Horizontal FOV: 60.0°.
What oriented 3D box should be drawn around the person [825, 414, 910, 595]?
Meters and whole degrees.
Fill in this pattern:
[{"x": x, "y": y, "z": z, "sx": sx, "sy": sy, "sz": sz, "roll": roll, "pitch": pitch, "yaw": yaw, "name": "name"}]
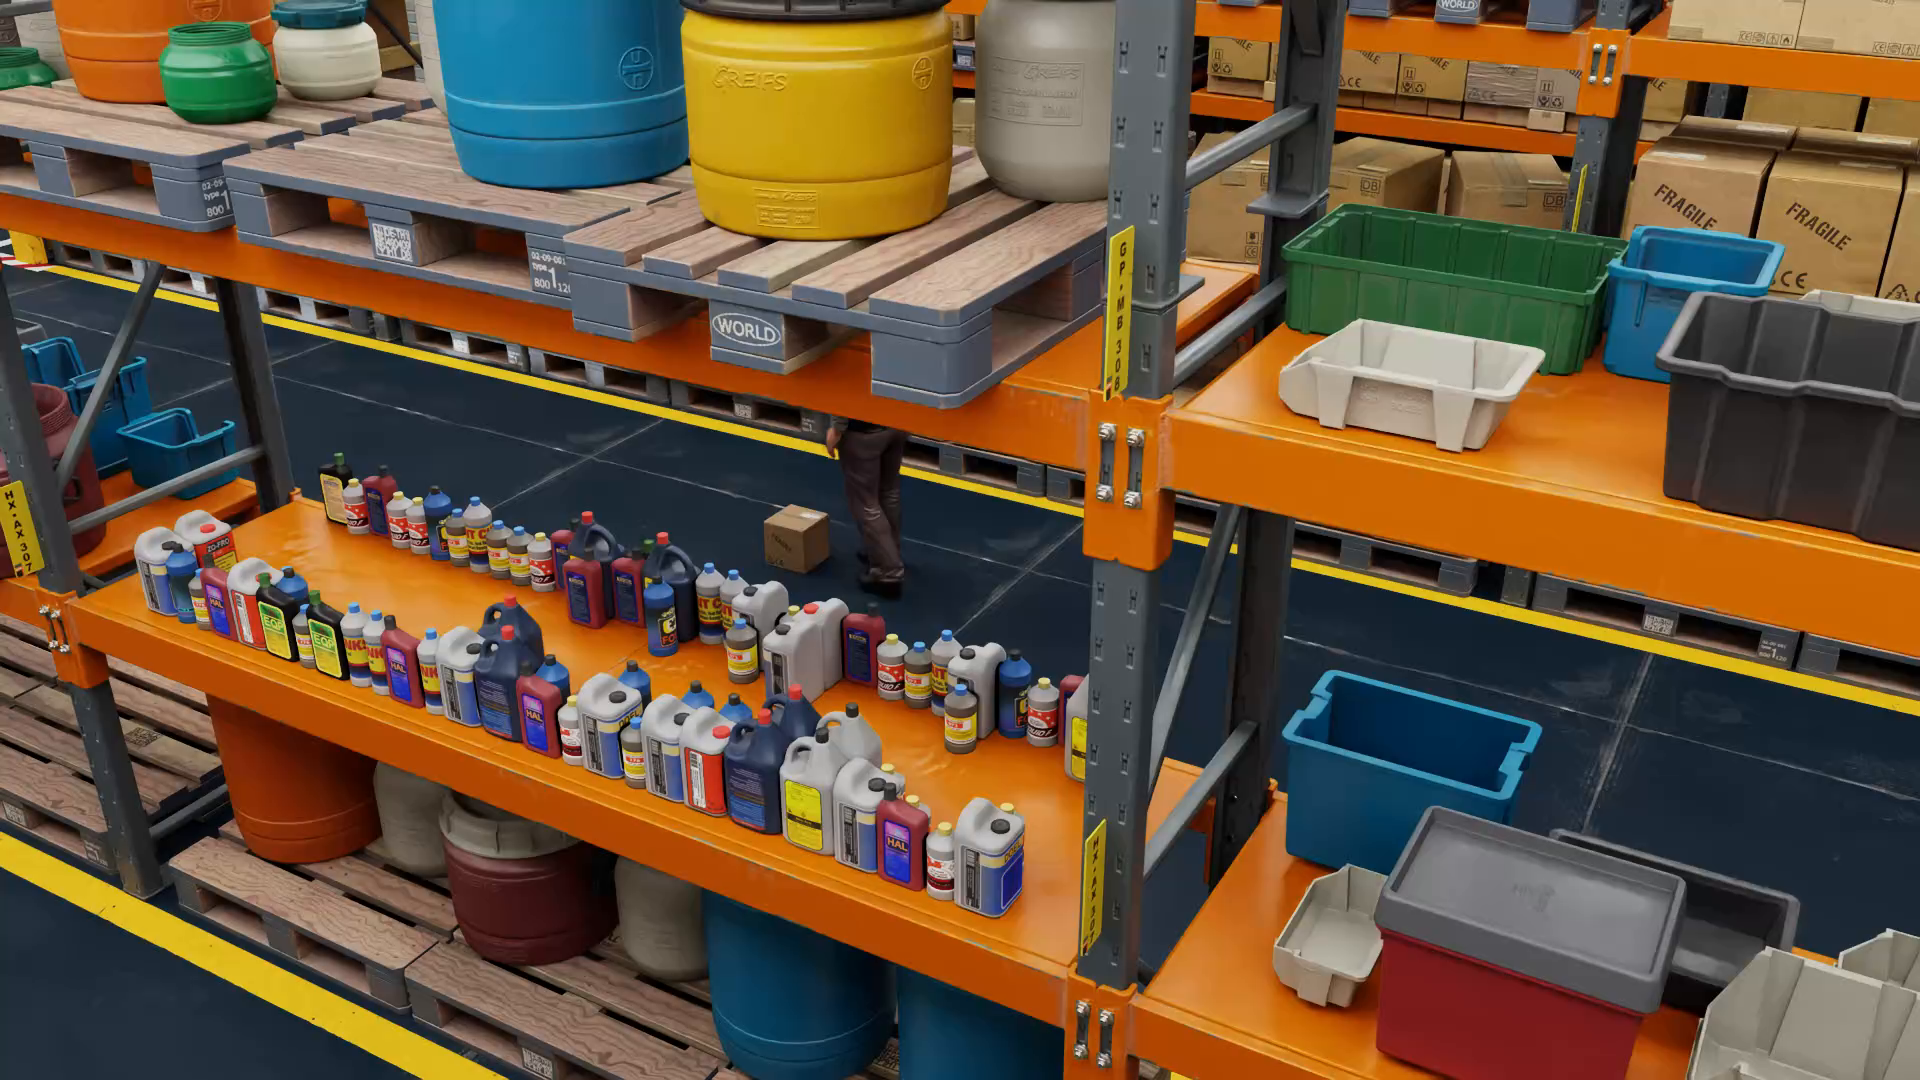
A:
[{"x": -0.439, "y": -0.567, "z": 8.282, "sx": 0.523, "sy": 1.736, "sz": 0.555, "roll": 20, "pitch": 33, "yaw": 35, "name": "person"}]
